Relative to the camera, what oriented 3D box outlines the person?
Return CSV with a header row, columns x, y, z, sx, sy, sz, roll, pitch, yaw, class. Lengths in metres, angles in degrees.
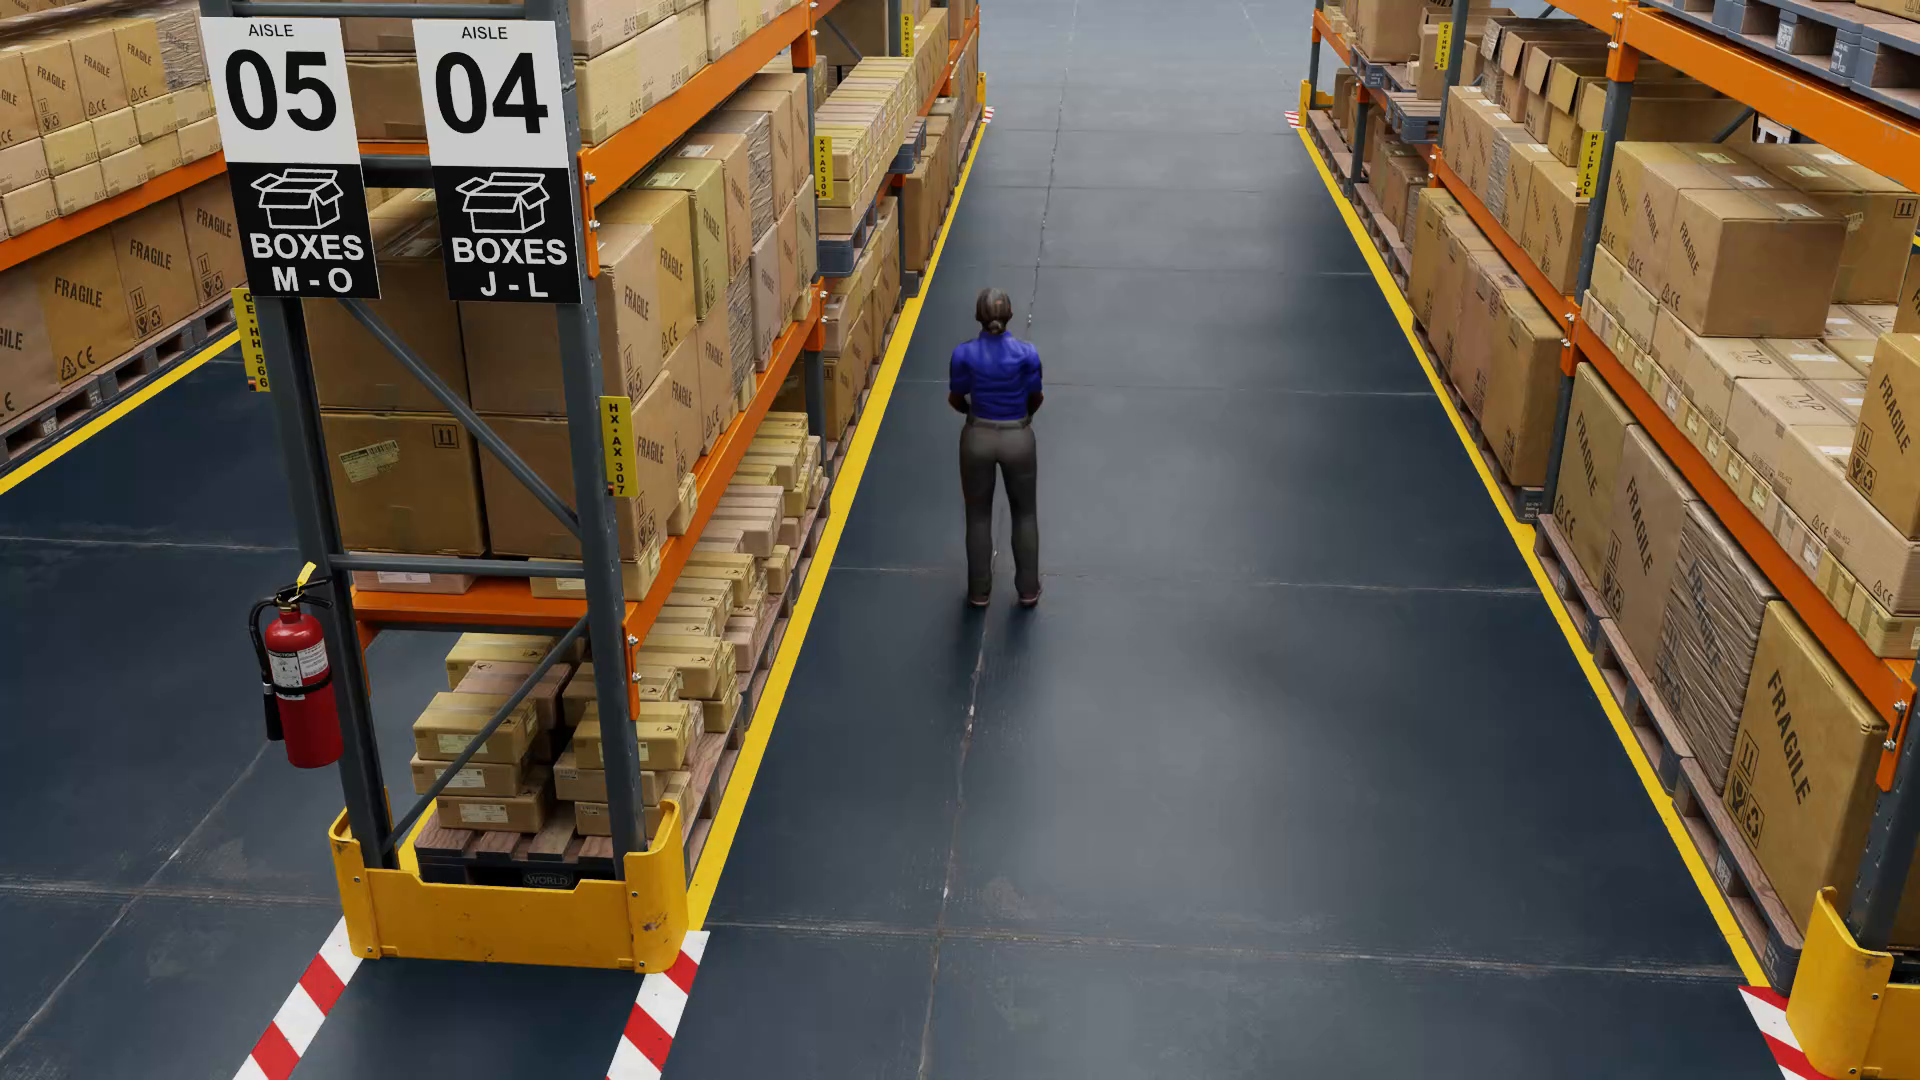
x,y,z,sx,sy,sz,roll,pitch,yaw,class
0.188,-0.471,8.136,0.466,1.657,0.497,2,25,3,person
